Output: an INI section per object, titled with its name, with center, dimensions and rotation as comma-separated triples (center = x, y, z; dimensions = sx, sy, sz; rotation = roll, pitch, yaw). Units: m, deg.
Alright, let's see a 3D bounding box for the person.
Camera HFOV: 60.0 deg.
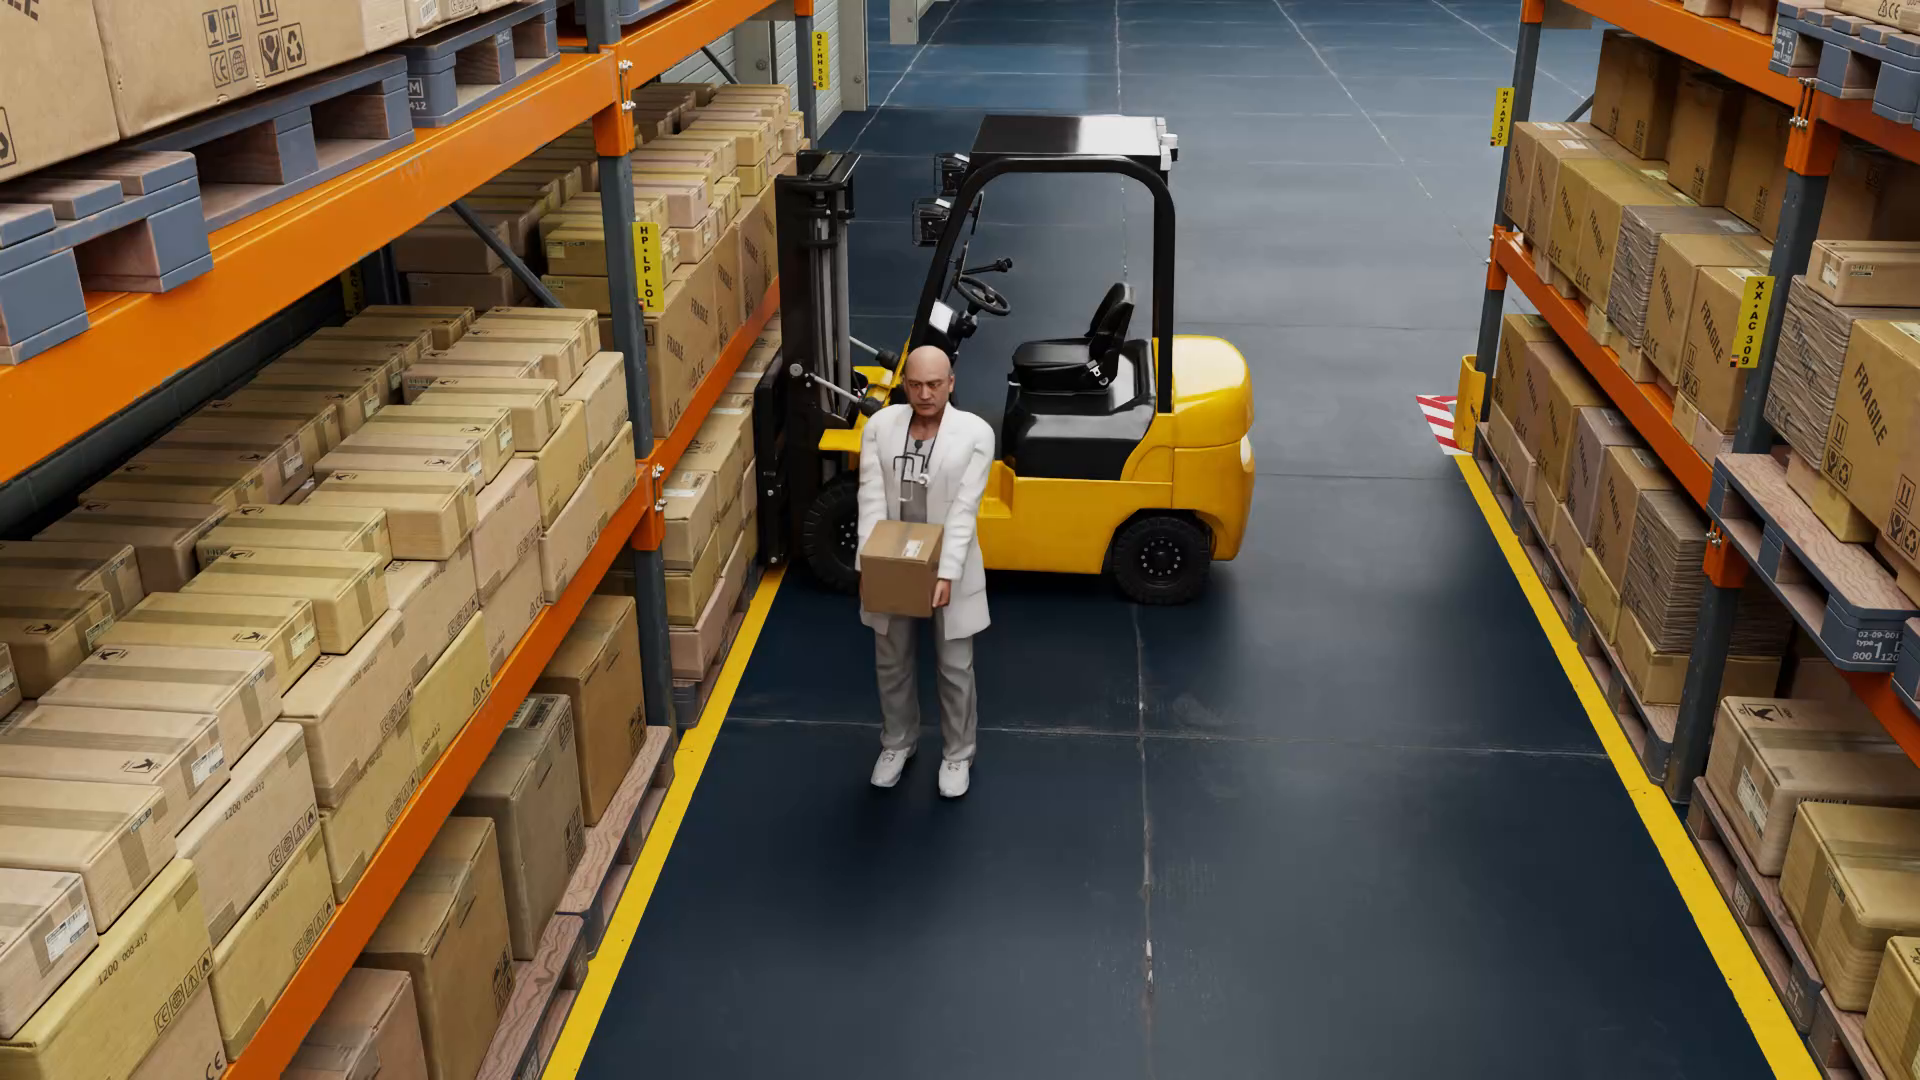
[person]
center = -0.154, 0.156, 6.279
dimensions = 0.526, 1.780, 0.556
rotation = 6, 25, 12
